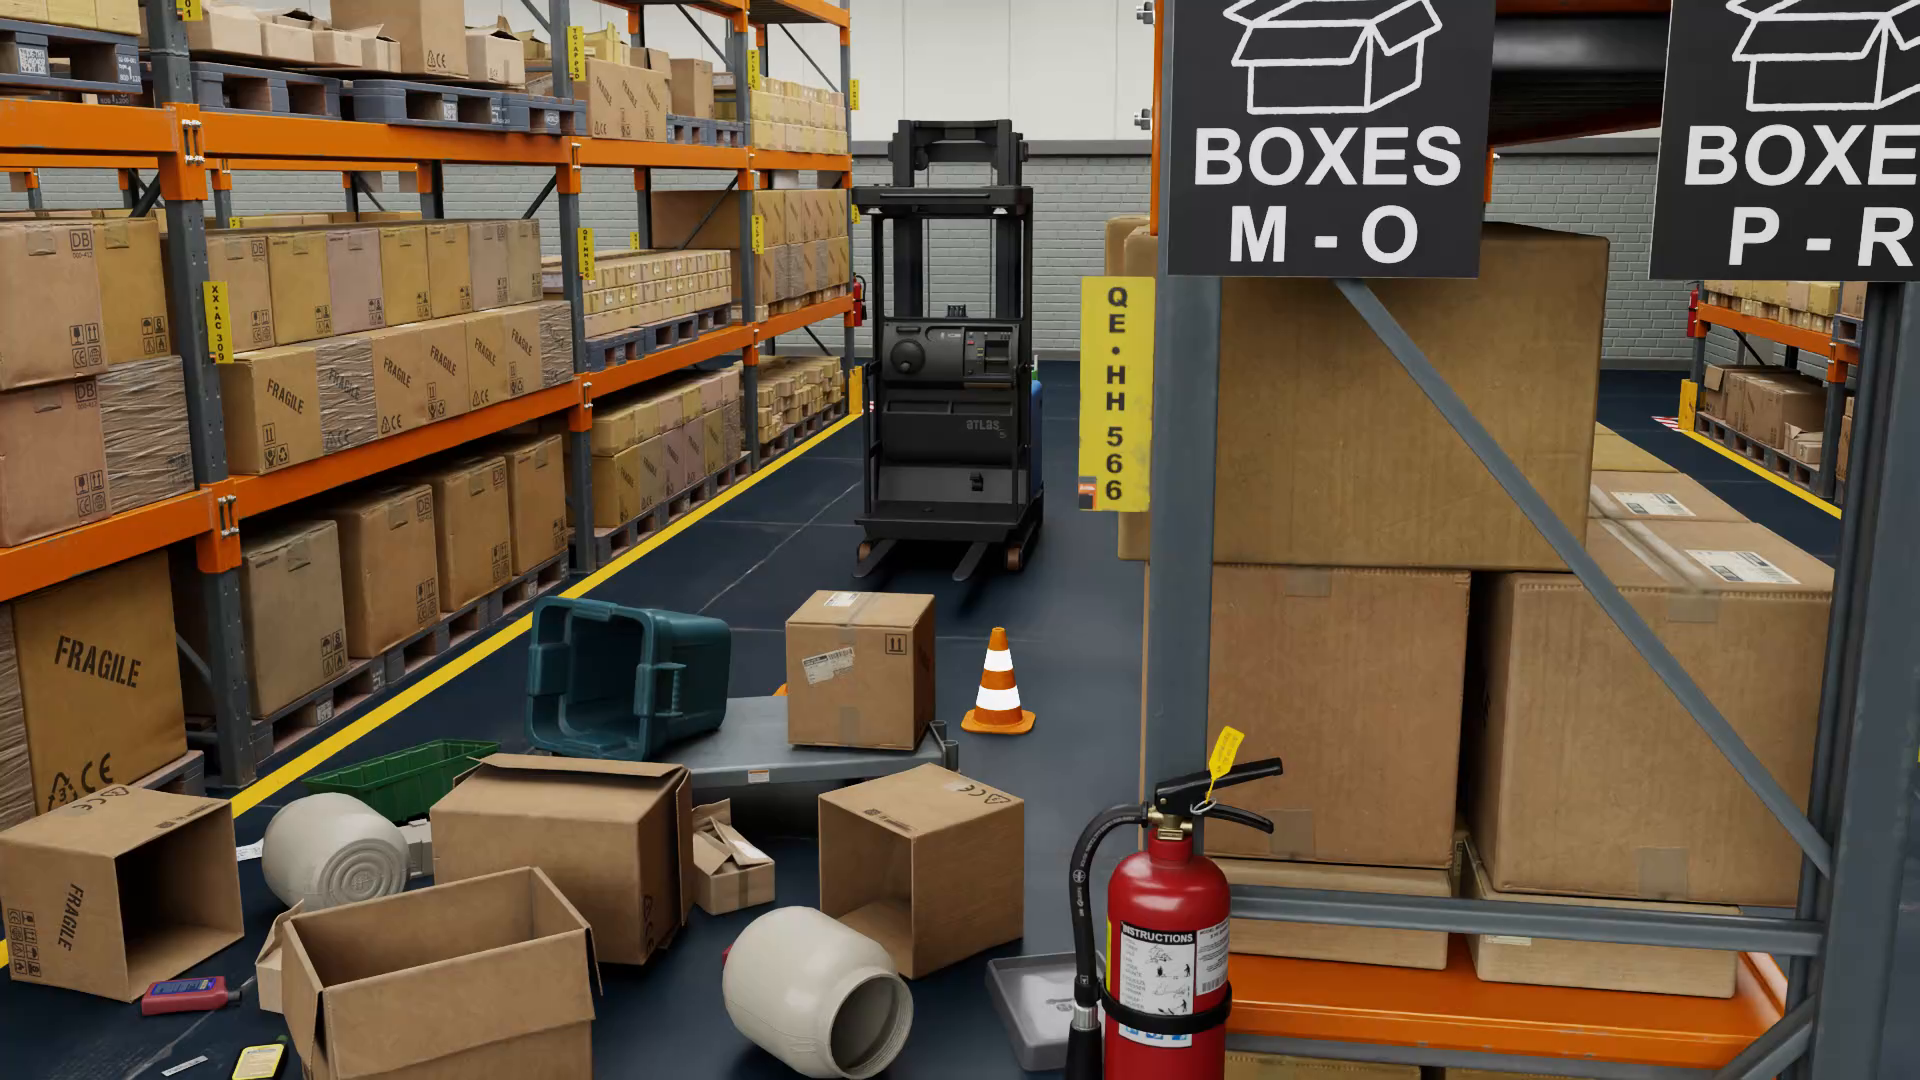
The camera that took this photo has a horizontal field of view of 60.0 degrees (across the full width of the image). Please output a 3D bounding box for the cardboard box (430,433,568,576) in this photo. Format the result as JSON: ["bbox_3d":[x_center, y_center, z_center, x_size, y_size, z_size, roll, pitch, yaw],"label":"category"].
[{"bbox_3d":[-3.097,-0.244,10.348,1.050,0.750,0.750,2,12,8],"label":"cardboard box"}]

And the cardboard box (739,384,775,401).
[{"bbox_3d":[-1.951,-1.372,15.597,0.380,0.149,0.250,2,12,8],"label":"cardboard box"}]

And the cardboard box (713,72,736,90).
[{"bbox_3d":[-2.015,-3.980,14.443,0.380,0.149,0.250,2,12,8],"label":"cardboard box"}]

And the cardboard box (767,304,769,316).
[{"bbox_3d":[-1.977,-2.134,15.370,0.380,0.149,0.250,1,12,6],"label":"cardboard box"}]

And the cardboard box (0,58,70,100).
[{"bbox_3d":[-7.507,-3.592,13.178,0.797,0.503,0.637,2,12,8],"label":"cardboard box"}]

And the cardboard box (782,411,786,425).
[{"bbox_3d":[-1.902,-1.192,16.176,0.380,0.149,0.250,1,12,6],"label":"cardboard box"}]

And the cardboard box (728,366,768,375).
[{"bbox_3d":[-2.198,-1.711,17.168,0.380,0.149,0.250,2,12,11],"label":"cardboard box"}]

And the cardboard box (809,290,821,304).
[{"bbox_3d":[-1.640,-2.517,17.147,0.380,0.149,0.250,1,12,6],"label":"cardboard box"}]

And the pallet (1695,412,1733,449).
[{"bbox_3d":[7.994,-1.083,16.518,1.003,0.211,1.213,2,12,9],"label":"pallet"}]

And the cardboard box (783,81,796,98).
[{"bbox_3d":[-1.766,-4.252,15.705,0.380,0.149,0.250,3,12,11],"label":"cardboard box"}]

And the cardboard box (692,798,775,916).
[{"bbox_3d":[-0.869,1.146,6.043,0.258,0.266,0.396,-7,14,-30],"label":"cardboard box"}]

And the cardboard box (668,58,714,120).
[{"bbox_3d":[-2.466,-3.740,13.873,0.700,0.500,0.500,2,12,9],"label":"cardboard box"}]

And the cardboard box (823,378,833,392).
[{"bbox_3d":[-1.562,-1.657,17.627,0.380,0.149,0.250,1,12,6],"label":"cardboard box"}]

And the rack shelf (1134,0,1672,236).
[{"bbox_3d":[1.069,-0.988,4.047,1.077,0.370,4.000,2,12,9],"label":"rack shelf"}]

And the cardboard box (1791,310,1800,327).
[{"bbox_3d":[7.414,-1.911,14.335,0.380,0.149,0.250,2,12,10],"label":"cardboard box"}]

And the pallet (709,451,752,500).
[{"bbox_3d":[-2.418,-0.569,14.135,1.003,0.211,1.213,2,12,9],"label":"pallet"}]

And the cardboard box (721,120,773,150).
[{"bbox_3d":[-1.967,-3.576,14.701,0.500,0.250,0.500,3,12,12],"label":"cardboard box"}]

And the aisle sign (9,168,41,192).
[{"bbox_3d":[-11.163,-4.546,19.797,0.394,0.787,0.004,2,12,9],"label":"aisle sign"}]

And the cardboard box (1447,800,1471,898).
[{"bbox_3d":[1.043,0.548,2.925,0.380,0.149,0.250,2,12,9],"label":"cardboard box"}]

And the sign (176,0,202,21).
[{"bbox_3d":[-2.981,-2.170,6.405,0.100,0.325,0.005,2,12,9],"label":"sign"}]

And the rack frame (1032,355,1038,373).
[{"bbox_3d":[0.502,-0.871,13.185,0.240,1.200,0.015,8,14,31],"label":"rack frame"}]

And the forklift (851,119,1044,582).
[{"bbox_3d":[-0.091,-1.301,11.075,1.130,2.935,3.031,2,12,8],"label":"forklift"}]

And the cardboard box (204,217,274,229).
[{"bbox_3d":[-6.859,-2.807,15.766,0.500,0.500,0.500,2,12,9],"label":"cardboard box"}]

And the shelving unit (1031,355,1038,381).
[{"bbox_3d":[0.372,-0.827,12.983,0.258,1.200,0.503,8,14,31],"label":"shelving unit"}]

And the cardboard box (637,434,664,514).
[{"bbox_3d":[-2.480,-0.489,12.080,0.500,0.500,0.500,2,12,9],"label":"cardboard box"}]

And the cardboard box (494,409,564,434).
[{"bbox_3d":[-3.069,-0.763,11.570,0.500,0.250,0.500,2,12,7],"label":"cardboard box"}]

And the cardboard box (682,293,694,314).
[{"bbox_3d":[-2.321,-1.872,13.159,0.380,0.149,0.250,1,12,6],"label":"cardboard box"}]

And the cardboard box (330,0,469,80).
[{"bbox_3d":[-2.905,-2.661,8.627,0.500,0.500,0.500,2,12,9],"label":"cardboard box"}]

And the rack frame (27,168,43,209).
[{"bbox_3d":[-11.464,-3.270,20.045,1.000,3.000,0.127,2,12,9],"label":"rack frame"}]

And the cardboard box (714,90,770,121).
[{"bbox_3d":[-1.988,-3.825,14.669,0.500,0.250,0.500,2,12,11],"label":"cardboard box"}]

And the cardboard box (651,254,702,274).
[{"bbox_3d":[-2.291,-2.214,13.333,0.380,0.149,0.250,2,12,8],"label":"cardboard box"}]

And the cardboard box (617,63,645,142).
[{"bbox_3d":[-2.494,-2.992,11.399,0.500,0.500,0.500,2,12,9],"label":"cardboard box"}]

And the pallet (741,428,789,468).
[{"bbox_3d":[-2.231,-0.873,15.541,1.003,0.211,1.213,2,12,9],"label":"pallet"}]

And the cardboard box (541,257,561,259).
[{"bbox_3d":[-3.050,-2.076,12.691,0.380,0.149,0.250,2,12,10],"label":"cardboard box"}]

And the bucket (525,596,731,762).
[{"bbox_3d":[-1.273,0.531,6.573,0.726,0.611,0.620,7,4,28],"label":"bucket"}]

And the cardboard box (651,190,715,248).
[{"bbox_3d":[-2.494,-2.884,14.941,0.500,0.500,0.500,1,12,7],"label":"cardboard box"}]

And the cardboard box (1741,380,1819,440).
[{"bbox_3d":[7.590,-1.204,15.395,0.500,0.500,0.500,2,12,10],"label":"cardboard box"}]

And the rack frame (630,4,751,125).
[{"bbox_3d":[-2.299,-5.027,13.961,1.000,3.000,0.127,2,12,9],"label":"rack frame"}]

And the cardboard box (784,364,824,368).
[{"bbox_3d":[-1.627,-1.751,17.357,0.380,0.149,0.250,1,12,6],"label":"cardboard box"}]

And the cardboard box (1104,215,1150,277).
[{"bbox_3d":[0.687,-0.468,3.730,0.700,0.500,0.500,2,12,8],"label":"cardboard box"}]

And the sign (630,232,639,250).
[{"bbox_3d":[-2.837,-2.534,14.576,0.100,0.325,0.005,2,12,9],"label":"sign"}]

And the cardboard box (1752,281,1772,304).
[{"bbox_3d":[7.582,-2.297,15.180,0.500,0.250,0.500,2,12,7],"label":"cardboard box"}]

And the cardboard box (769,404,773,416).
[{"bbox_3d":[-1.975,-1.224,15.619,0.380,0.149,0.250,2,12,8],"label":"cardboard box"}]

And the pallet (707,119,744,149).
[{"bbox_3d":[-2.500,-3.344,13.717,1.213,0.211,1.003,2,12,9],"label":"pallet"}]

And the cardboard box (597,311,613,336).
[{"bbox_3d":[-2.605,-1.487,11.373,0.380,0.149,0.250,2,12,11],"label":"cardboard box"}]

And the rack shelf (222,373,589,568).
[{"bbox_3d":[-3.222,-0.494,8.874,1.077,0.370,4.000,2,12,9],"label":"rack shelf"}]

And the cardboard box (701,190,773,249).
[{"bbox_3d":[-1.989,-2.864,14.845,0.500,0.500,0.500,2,12,10],"label":"cardboard box"}]

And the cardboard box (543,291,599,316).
[{"bbox_3d":[-2.642,-1.584,11.117,0.380,0.149,0.250,2,12,11],"label":"cardboard box"}]

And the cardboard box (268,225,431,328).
[{"bbox_3d":[-3.225,-1.388,8.703,0.700,0.500,0.500,2,12,8],"label":"cardboard box"}]

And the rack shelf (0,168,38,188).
[{"bbox_3d":[-11.771,-3.968,17.873,1.077,0.370,4.000,2,12,9],"label":"rack shelf"}]

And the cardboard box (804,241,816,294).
[{"bbox_3d":[-1.739,-2.703,16.474,0.500,0.500,0.500,3,12,11],"label":"cardboard box"}]

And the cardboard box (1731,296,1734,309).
[{"bbox_3d":[7.806,-2.335,16.306,0.380,0.149,0.250,2,12,8],"label":"cardboard box"}]

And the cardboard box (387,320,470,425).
[{"bbox_3d":[-2.948,-0.894,8.784,0.500,0.500,0.500,2,12,10],"label":"cardboard box"}]

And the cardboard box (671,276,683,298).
[{"bbox_3d":[-2.365,-1.959,12.856,0.380,0.149,0.250,2,12,9],"label":"cardboard box"}]

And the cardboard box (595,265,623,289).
[{"bbox_3d":[-2.571,-1.832,11.563,0.380,0.149,0.250,2,12,8],"label":"cardboard box"}]
